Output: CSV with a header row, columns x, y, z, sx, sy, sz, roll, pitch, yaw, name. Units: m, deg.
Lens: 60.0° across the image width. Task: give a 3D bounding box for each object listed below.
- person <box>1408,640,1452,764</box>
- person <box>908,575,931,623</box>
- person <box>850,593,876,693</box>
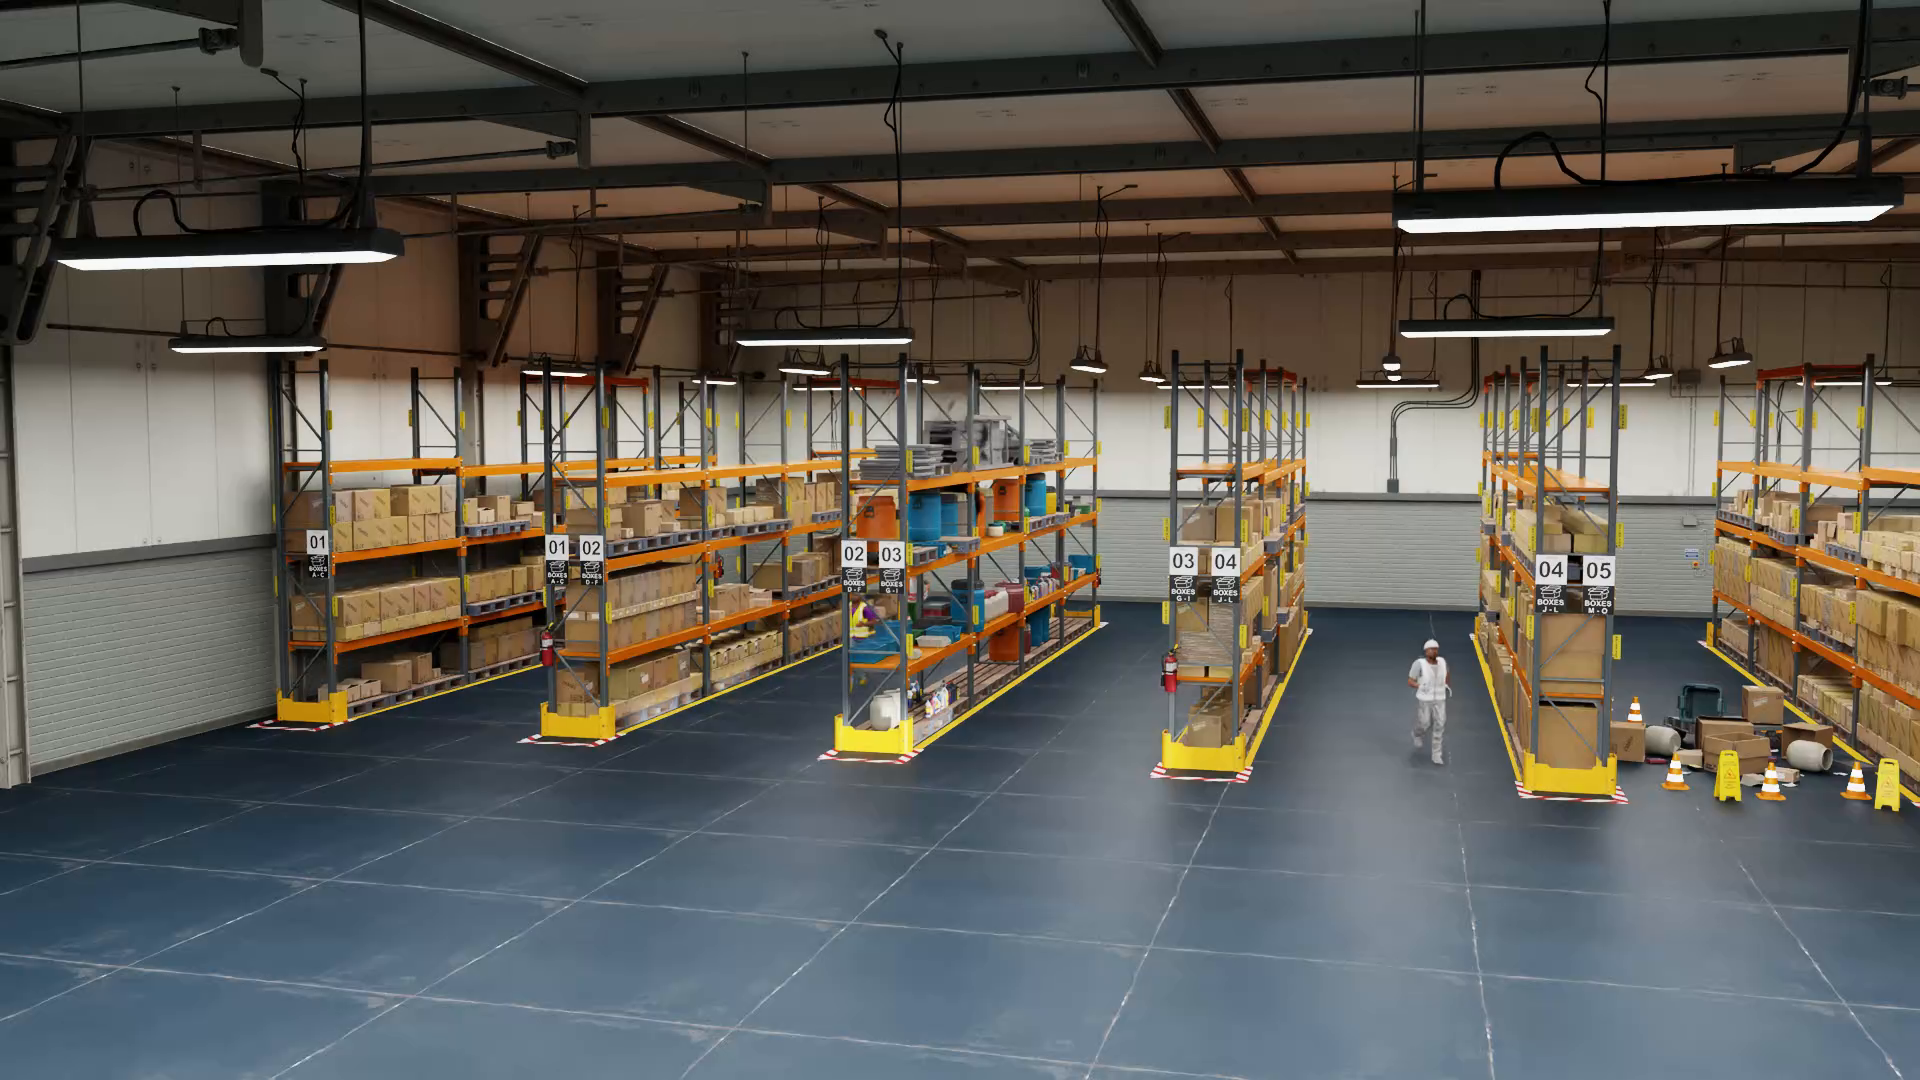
x,y,z,sx,sy,sz,roll,pitch,yaw,name
6.926,2.350,24.449,0.682,1.768,0.940,0,4,-4,person
-1.019,1.422,37.561,0.631,1.822,0.816,1,4,11,person
-1.799,1.759,29.175,0.678,1.876,0.749,1,4,14,person
